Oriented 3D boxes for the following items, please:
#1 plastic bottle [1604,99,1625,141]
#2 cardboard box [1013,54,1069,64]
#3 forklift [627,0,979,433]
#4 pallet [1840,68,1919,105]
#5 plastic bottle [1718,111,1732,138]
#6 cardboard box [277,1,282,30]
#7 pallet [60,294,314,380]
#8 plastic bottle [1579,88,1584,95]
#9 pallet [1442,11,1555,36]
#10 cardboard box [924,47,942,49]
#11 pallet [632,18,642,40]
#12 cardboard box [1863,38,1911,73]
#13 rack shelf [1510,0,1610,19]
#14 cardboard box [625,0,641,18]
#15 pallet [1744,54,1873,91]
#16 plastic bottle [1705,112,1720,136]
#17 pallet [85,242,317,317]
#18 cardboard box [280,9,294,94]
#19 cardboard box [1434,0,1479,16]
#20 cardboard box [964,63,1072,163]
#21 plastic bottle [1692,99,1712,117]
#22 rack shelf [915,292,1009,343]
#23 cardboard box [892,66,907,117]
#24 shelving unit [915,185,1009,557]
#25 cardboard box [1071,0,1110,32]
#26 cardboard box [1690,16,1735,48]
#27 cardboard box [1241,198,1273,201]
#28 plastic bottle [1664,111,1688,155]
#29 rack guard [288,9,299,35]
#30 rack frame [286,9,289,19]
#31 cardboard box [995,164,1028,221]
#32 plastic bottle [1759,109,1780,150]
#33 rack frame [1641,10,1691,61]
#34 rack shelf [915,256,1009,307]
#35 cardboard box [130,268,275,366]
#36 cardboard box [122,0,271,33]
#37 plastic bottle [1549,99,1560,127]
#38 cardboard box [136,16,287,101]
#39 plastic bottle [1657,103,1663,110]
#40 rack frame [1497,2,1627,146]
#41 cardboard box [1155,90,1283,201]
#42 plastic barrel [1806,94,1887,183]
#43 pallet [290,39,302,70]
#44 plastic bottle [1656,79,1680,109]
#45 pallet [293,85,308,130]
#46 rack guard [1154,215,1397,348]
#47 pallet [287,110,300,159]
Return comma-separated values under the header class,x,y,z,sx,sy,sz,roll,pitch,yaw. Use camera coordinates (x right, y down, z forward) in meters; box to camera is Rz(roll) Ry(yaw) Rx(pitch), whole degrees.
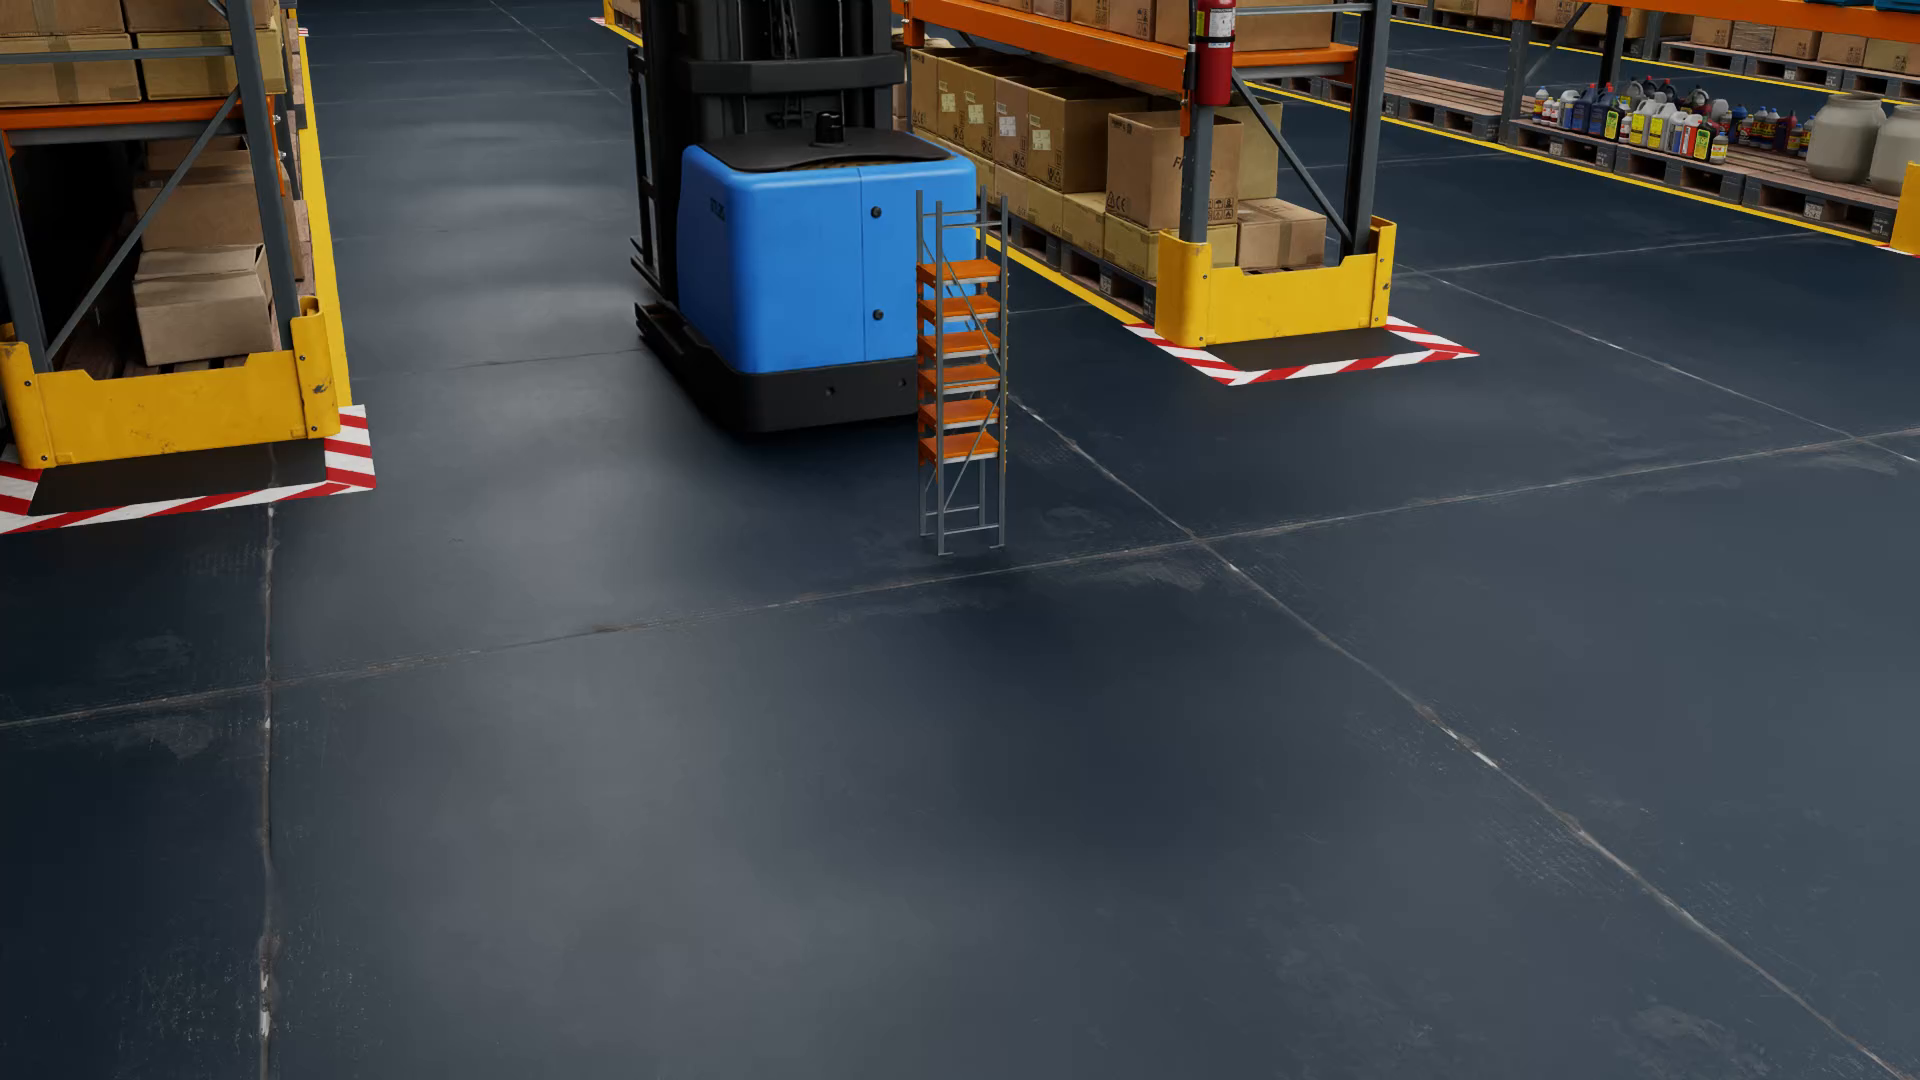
class,x,y,z,sx,sy,sz,roll,pitch,yaw
plastic bottle,4.741,-3.041,12.034,0.061,0.283,0.133,-7,24,-17
cardboard box,0.657,-2.847,10.676,0.500,0.500,0.500,-8,24,-19
forklift,-0.933,-2.316,7.472,1.130,2.935,3.031,-9,24,-20
pallet,9.116,-4.252,15.566,1.003,0.211,1.213,-8,24,-19
plastic bottle,5.558,-3.008,12.060,0.097,0.201,0.097,0,23,0
cardboard box,-3.699,-2.662,8.371,0.500,0.250,0.500,-8,24,-19
pallet,-3.378,-0.805,7.387,1.003,0.211,1.213,-8,24,-19
plastic bottle,4.700,-3.251,12.532,0.061,0.283,0.133,-8,24,-19
pallet,6.909,-6.606,21.152,1.003,0.211,1.213,-8,24,-19
cardboard box,-0.146,-3.636,12.792,0.500,0.311,0.500,-9,25,-21
pallet,-3.380,-6.212,20.217,1.003,0.211,1.213,-8,24,-19
cardboard box,9.044,-4.707,15.708,0.700,0.500,0.500,-8,24,-19
rack shelf,4.052,-4.970,14.606,1.077,0.370,4.000,-8,24,-19
cardboard box,-3.836,-6.592,20.503,0.500,0.250,0.500,-8,24,-19
pallet,8.681,-4.696,16.620,1.003,0.211,1.213,-8,24,-19
plastic bottle,5.148,-2.790,11.437,0.061,0.283,0.133,-8,24,-19
pallet,-3.805,-1.247,8.437,1.003,0.211,1.213,-8,24,-19
cardboard box,-6.060,-4.157,13.978,0.750,0.750,0.750,-9,24,-20
cardboard box,6.811,-7.146,21.037,1.225,0.875,0.875,-8,24,-19
cardboard box,0.347,-2.594,10.076,0.500,0.500,0.500,-8,24,-19
plastic bottle,5.392,-3.070,12.102,0.061,0.283,0.133,-8,24,-19
rack shelf,0.005,-0.728,5.429,0.258,0.103,0.180,-8,24,-19
cardboard box,-0.288,-3.189,11.732,0.500,0.311,0.500,-8,24,-19
shelving unit,0.005,-0.548,5.504,0.258,1.200,0.189,-8,24,-19
cardboard box,1.023,-3.032,8.952,0.700,0.500,0.500,-8,24,-19
cardboard box,8.234,-5.518,17.631,0.700,0.500,0.500,-10,25,-22
cardboard box,1.375,-1.776,9.101,0.500,0.250,0.500,-8,24,-19
plastic bottle,5.000,-2.822,11.523,0.152,0.276,0.135,-9,24,-20
rack guard,-8.758,-6.432,20.368,1.175,0.500,0.348,-8,24,-19
rack frame,-8.749,-7.576,19.862,1.000,3.000,0.127,-8,24,-19
cardboard box,0.529,-2.067,9.792,0.500,0.250,0.500,-8,24,-19
plastic bottle,5.701,-2.893,11.698,0.097,0.271,0.097,0,23,0
rack frame,7.979,-6.708,17.802,1.000,3.000,0.127,-8,24,-19
rack shelf,0.005,-0.838,5.382,0.258,0.103,0.180,-8,24,-19
cardboard box,-3.257,-0.989,7.131,0.500,0.311,0.500,-11,25,-25
cardboard box,-2.984,-2.262,6.457,0.500,0.500,0.500,-8,24,-19
plastic bottle,4.533,-3.238,12.607,0.097,0.201,0.097,0,23,0
cardboard box,-2.972,-1.923,6.618,0.500,0.250,0.500,-9,25,-21
plastic bottle,5.002,-2.978,11.895,0.152,0.276,0.135,-8,24,-19
rack frame,4.758,-4.575,12.742,1.000,3.000,0.127,-8,24,-19
cardboard box,1.376,-2.122,8.956,0.500,0.500,0.500,-8,24,-19
plastic barrel,5.690,-2.579,10.670,0.421,0.512,0.421,0,23,0
pallet,-7.532,-5.124,17.636,1.003,0.211,1.213,-8,24,-19
plastic bottle,5.323,-3.293,12.544,0.144,0.351,0.185,-10,25,-22
pallet,-6.131,-3.681,14.211,1.003,0.211,1.213,-8,24,-19
rack guard,1.545,-1.282,8.149,1.175,0.500,0.348,-8,24,-19
pallet,-5.648,-3.100,12.832,1.003,0.211,1.213,-8,24,-19
